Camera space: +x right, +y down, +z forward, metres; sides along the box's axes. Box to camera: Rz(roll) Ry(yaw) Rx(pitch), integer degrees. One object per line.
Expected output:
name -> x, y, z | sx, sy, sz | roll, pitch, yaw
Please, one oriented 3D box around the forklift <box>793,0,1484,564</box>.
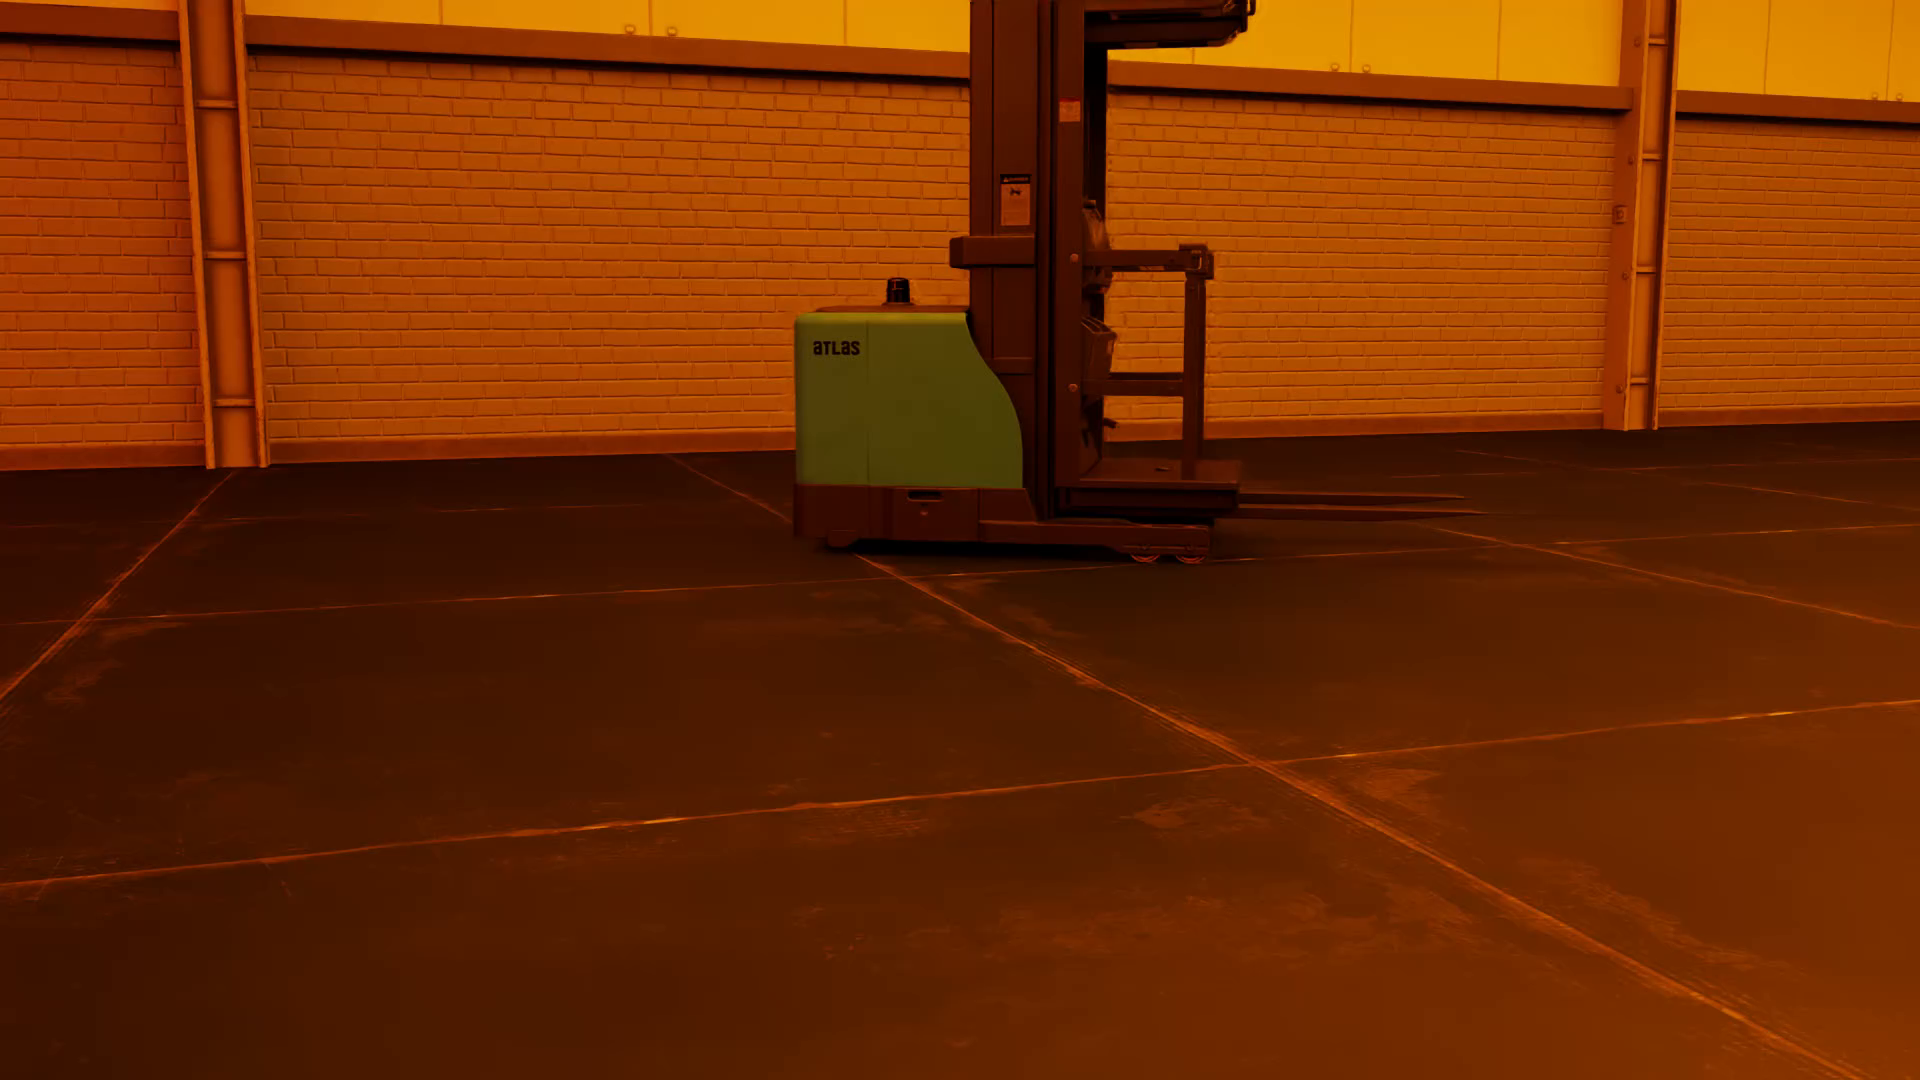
forklift -> 0.810, -1.427, 7.538 | 3.031, 2.935, 1.130 | 1, 8, 10
